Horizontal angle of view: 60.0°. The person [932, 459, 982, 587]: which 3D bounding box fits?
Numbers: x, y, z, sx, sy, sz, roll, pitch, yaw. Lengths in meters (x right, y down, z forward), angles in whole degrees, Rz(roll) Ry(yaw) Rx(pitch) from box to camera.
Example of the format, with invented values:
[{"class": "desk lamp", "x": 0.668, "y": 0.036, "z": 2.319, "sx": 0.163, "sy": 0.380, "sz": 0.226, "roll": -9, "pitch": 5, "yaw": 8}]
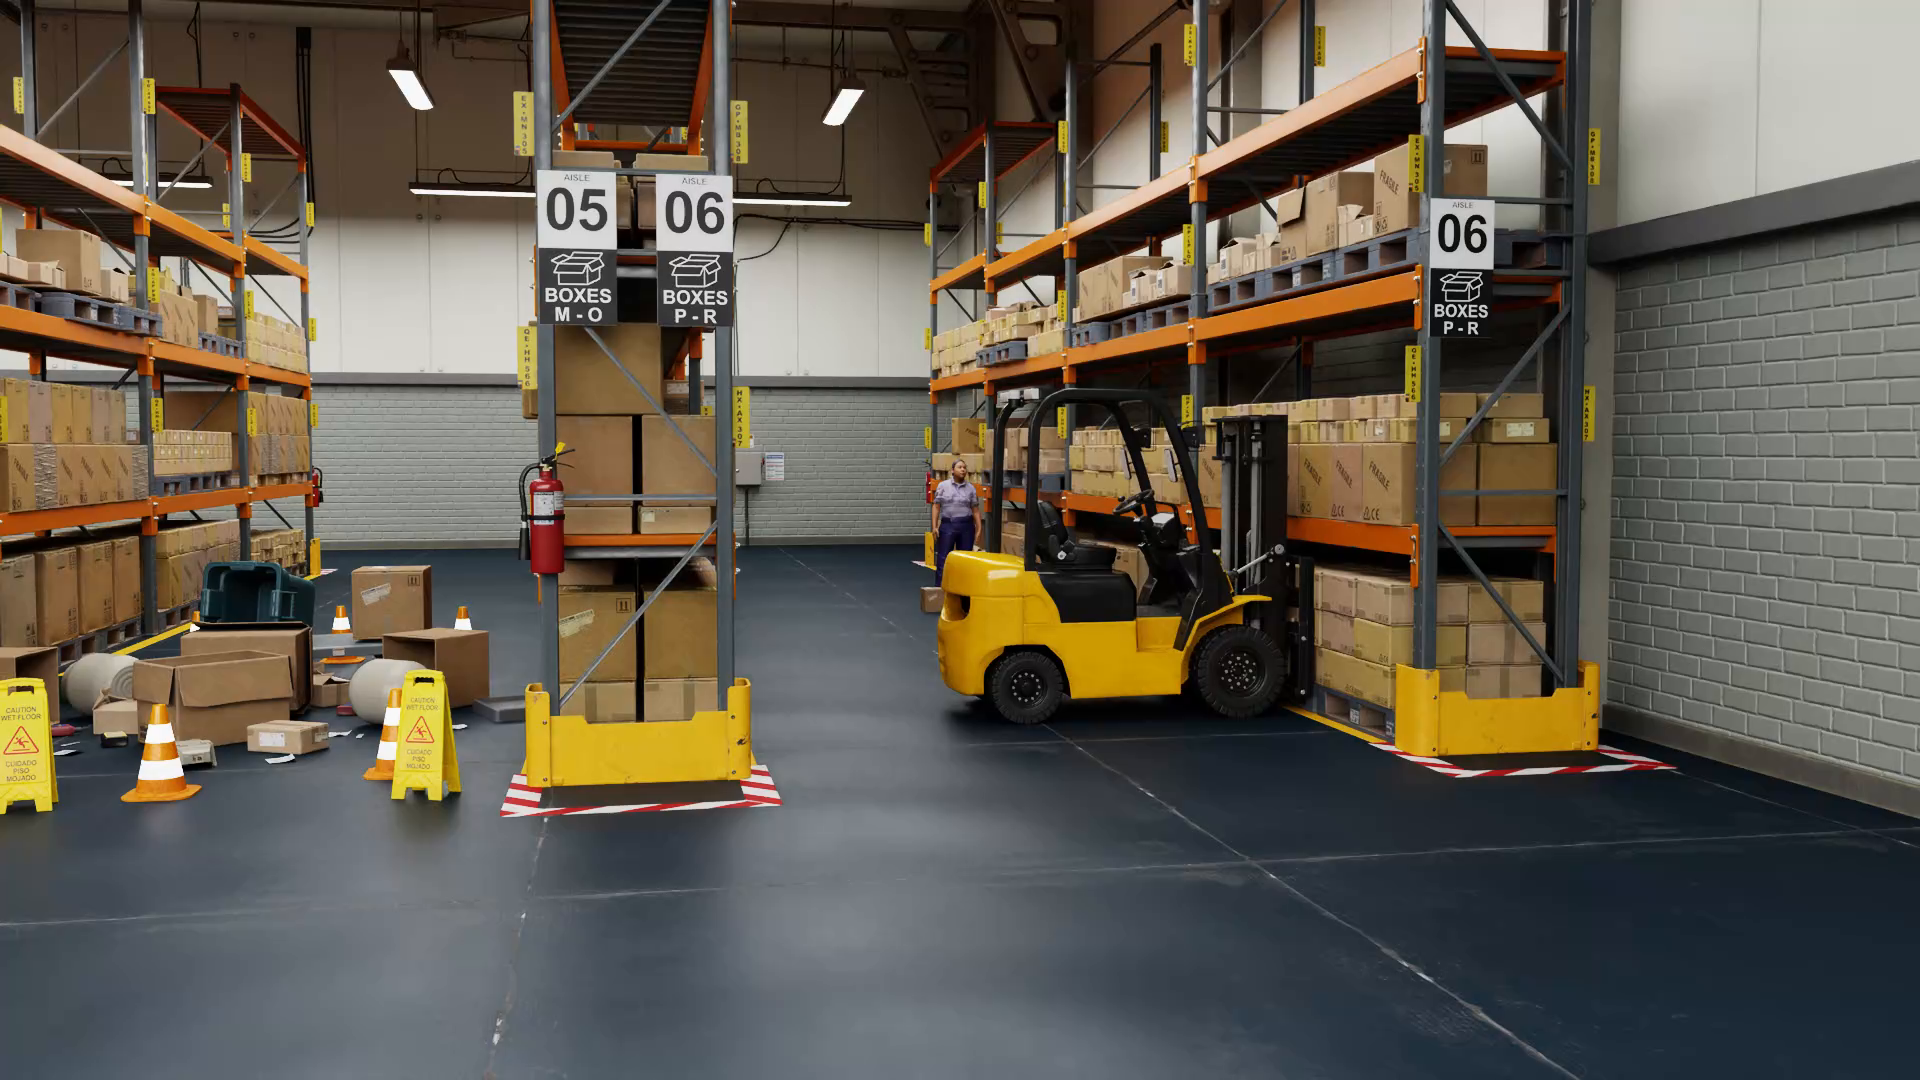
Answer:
[{"class": "person", "x": -0.038, "y": -0.061, "z": 18.311, "sx": 0.598, "sy": 1.640, "sz": 0.502, "roll": -1, "pitch": 3, "yaw": -11}]
